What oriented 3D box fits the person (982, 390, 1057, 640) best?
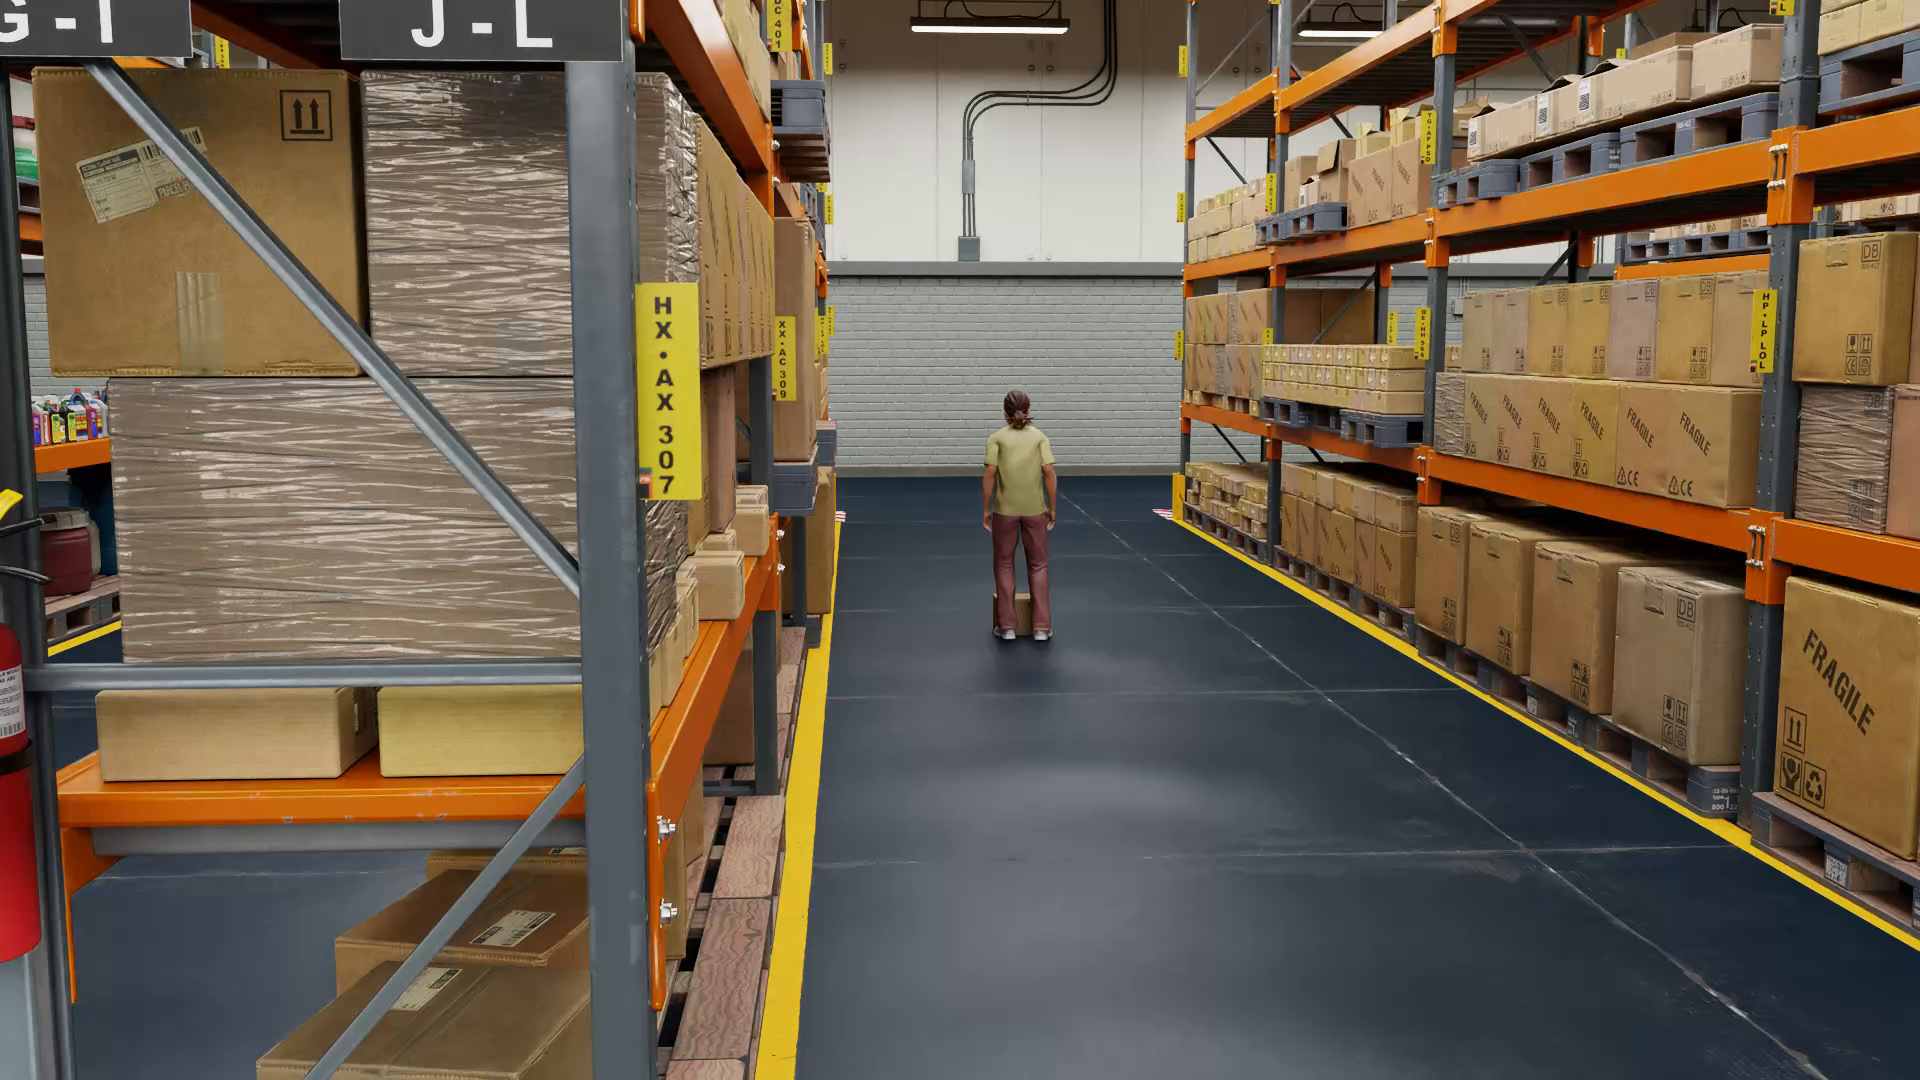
[{"bbox_3d":[0.392,-0.168,11.134,0.499,1.673,0.405,0,7,-3],"label":"person"}]
